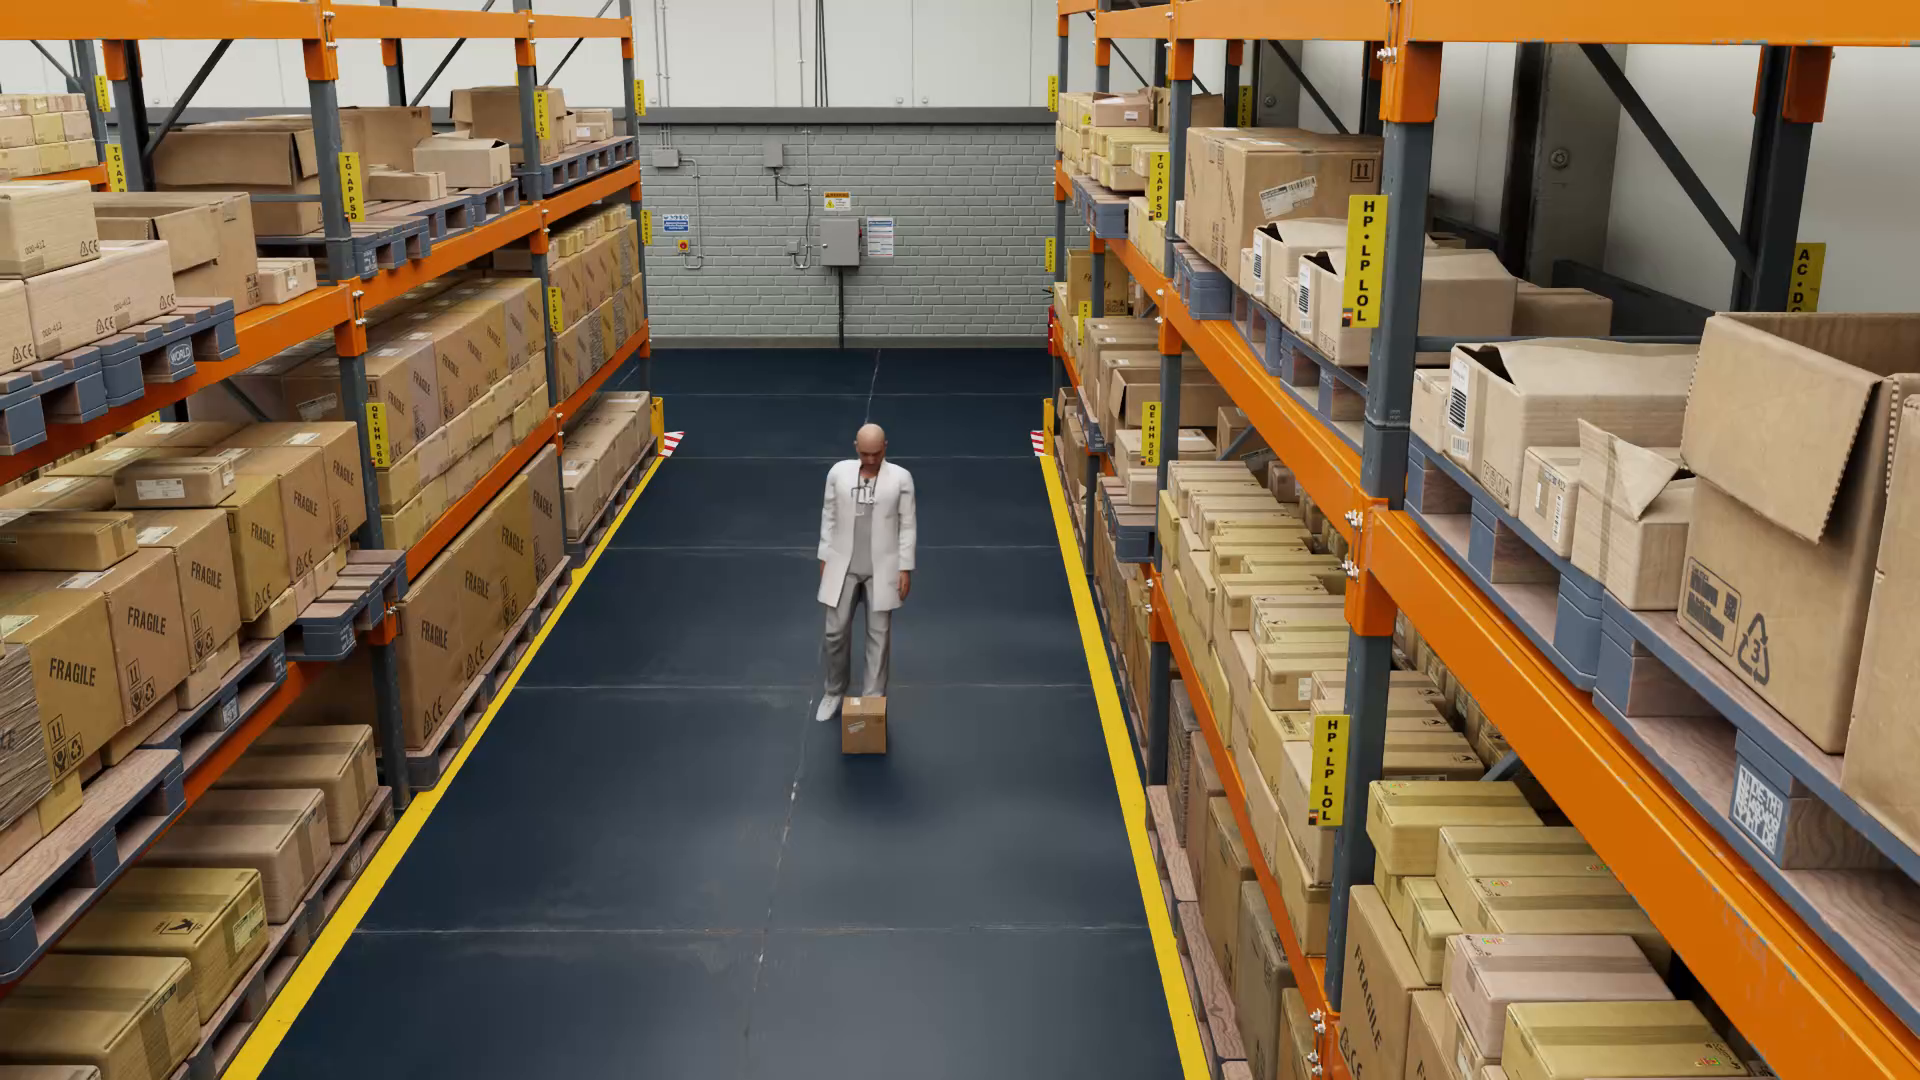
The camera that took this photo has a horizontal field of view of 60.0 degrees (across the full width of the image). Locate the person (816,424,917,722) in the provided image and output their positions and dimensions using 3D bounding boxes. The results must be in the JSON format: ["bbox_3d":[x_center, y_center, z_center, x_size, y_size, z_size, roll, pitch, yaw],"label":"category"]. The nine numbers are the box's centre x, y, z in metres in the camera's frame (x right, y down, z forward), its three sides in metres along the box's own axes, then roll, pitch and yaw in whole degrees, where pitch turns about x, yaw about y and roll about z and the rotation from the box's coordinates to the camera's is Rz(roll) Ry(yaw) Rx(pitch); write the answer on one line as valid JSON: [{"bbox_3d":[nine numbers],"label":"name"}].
[{"bbox_3d":[-0.569,0.225,9.846,0.612,1.827,0.497,1,17,3],"label":"person"}]
